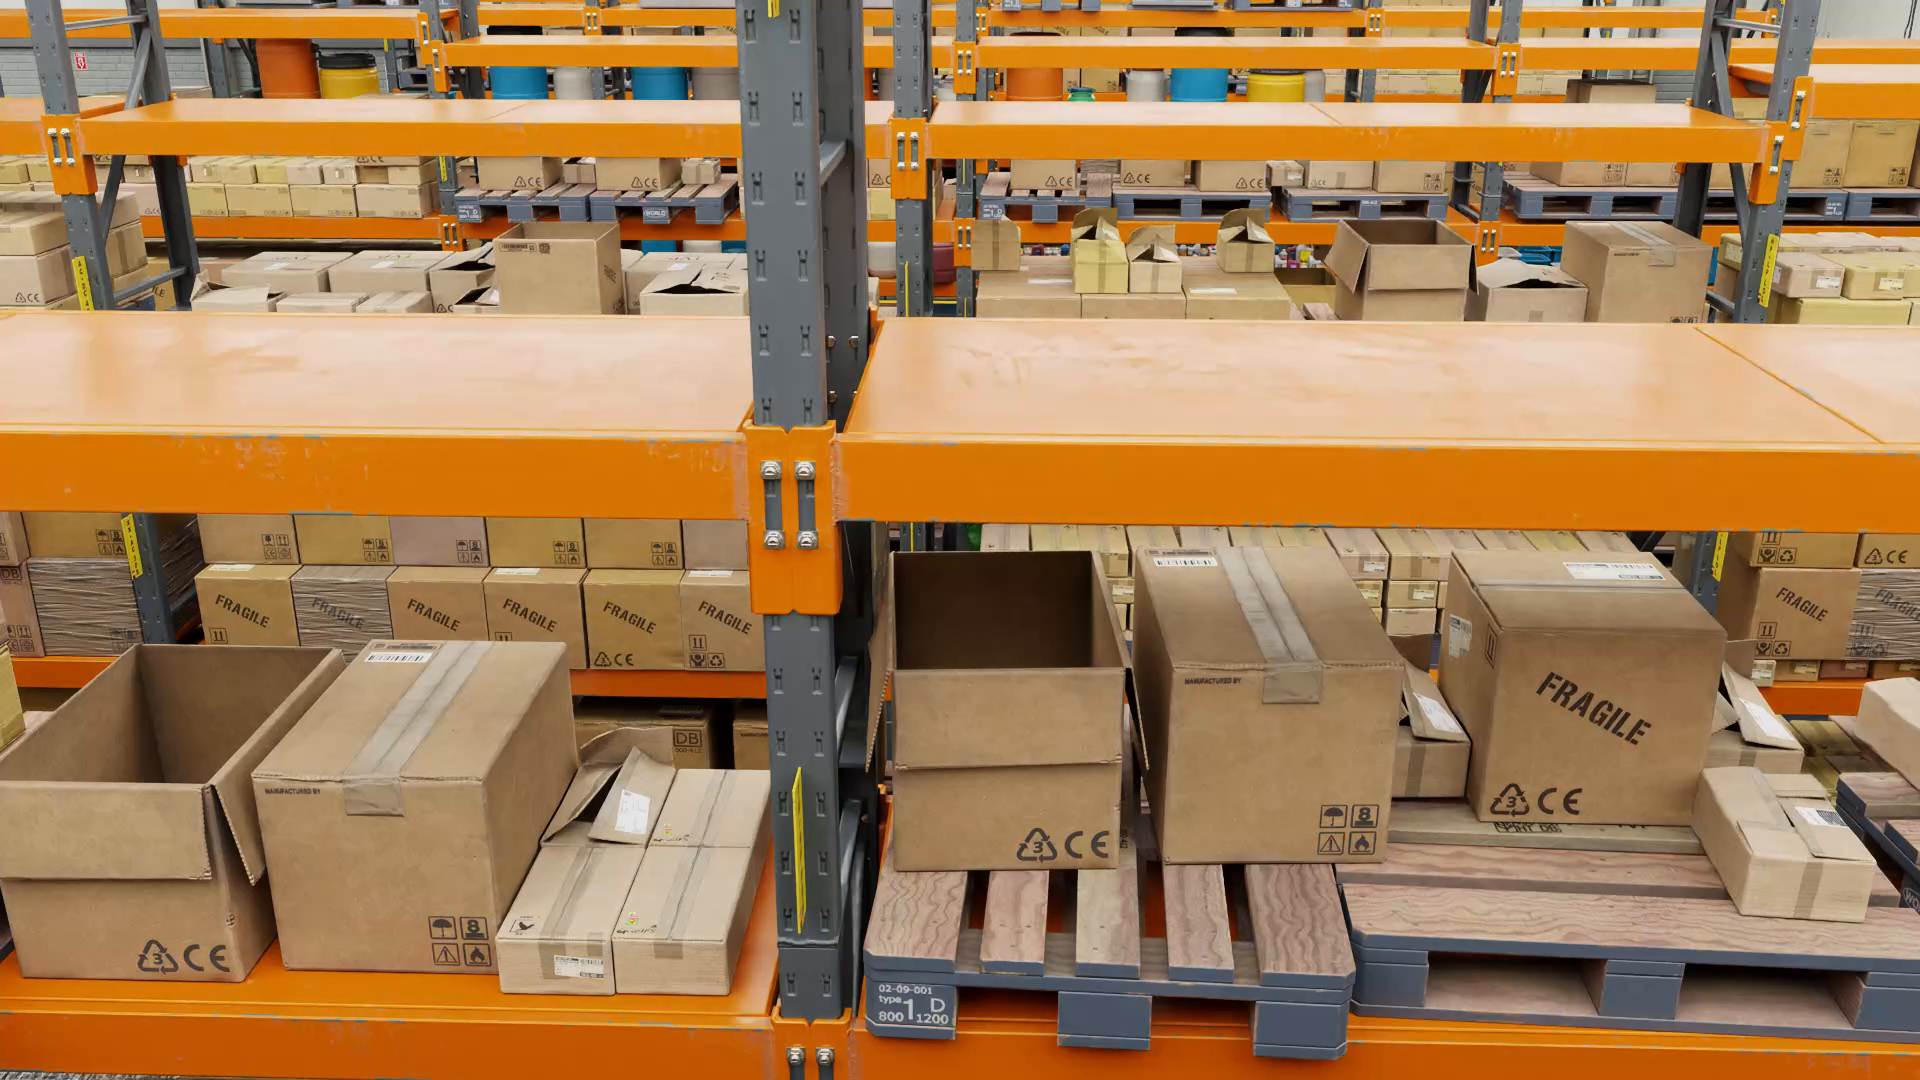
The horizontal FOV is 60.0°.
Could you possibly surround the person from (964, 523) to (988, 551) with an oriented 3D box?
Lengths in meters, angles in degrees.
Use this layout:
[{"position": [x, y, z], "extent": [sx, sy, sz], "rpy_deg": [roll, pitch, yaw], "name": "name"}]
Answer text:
[{"position": [0.145, -0.262, 12.393], "extent": [0.422, 1.784, 0.555], "rpy_deg": [0, 21, 0], "name": "person"}]
